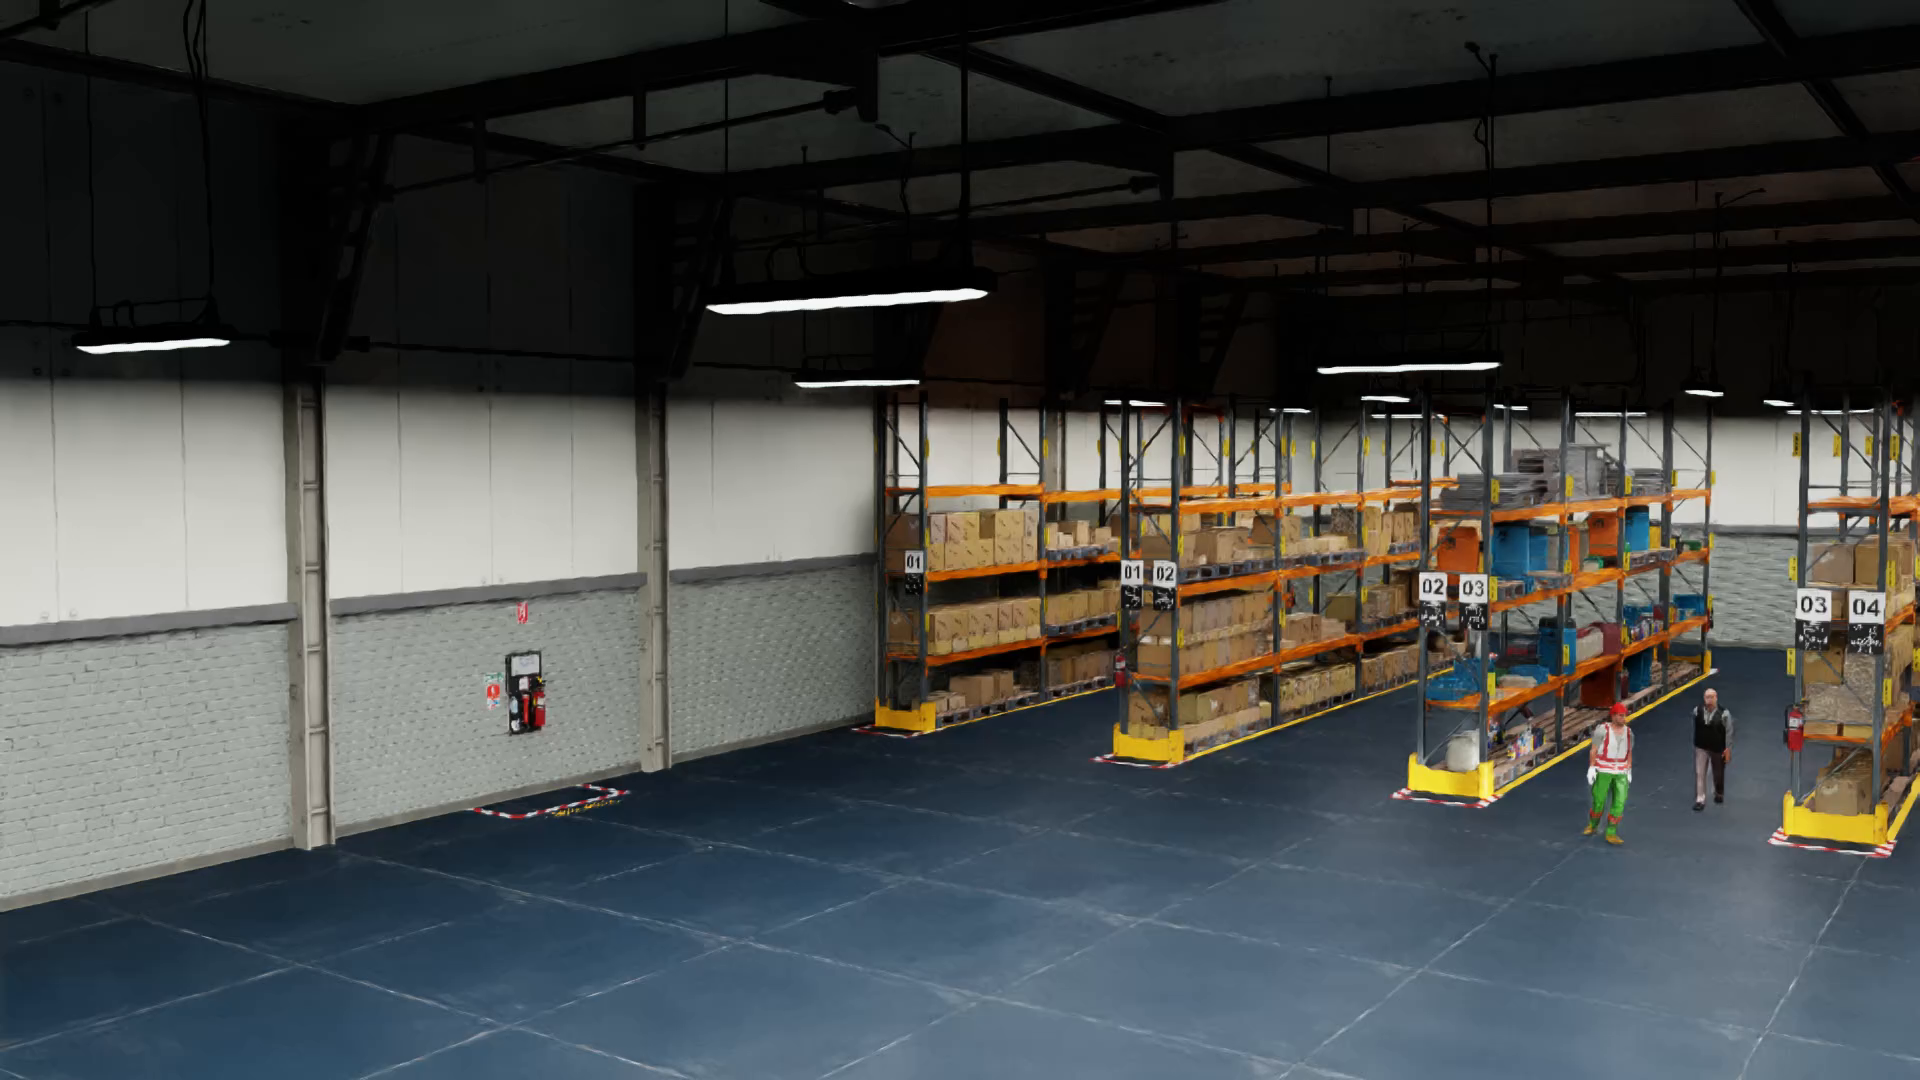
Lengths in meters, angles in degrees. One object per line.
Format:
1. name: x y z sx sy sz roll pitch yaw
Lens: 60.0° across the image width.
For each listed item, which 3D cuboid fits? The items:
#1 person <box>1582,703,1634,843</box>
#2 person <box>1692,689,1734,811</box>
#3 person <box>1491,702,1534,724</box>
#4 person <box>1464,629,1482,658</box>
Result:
1. person: 8.272 2.941 21.207 0.586 1.776 0.576 0 3 0
2. person: 10.416 2.891 23.027 0.555 1.669 1.029 2 4 34
3. person: 9.716 2.573 29.245 0.962 1.611 0.495 -2 4 -35
4. person: 11.161 2.182 36.133 0.447 1.585 1.087 2 4 36
